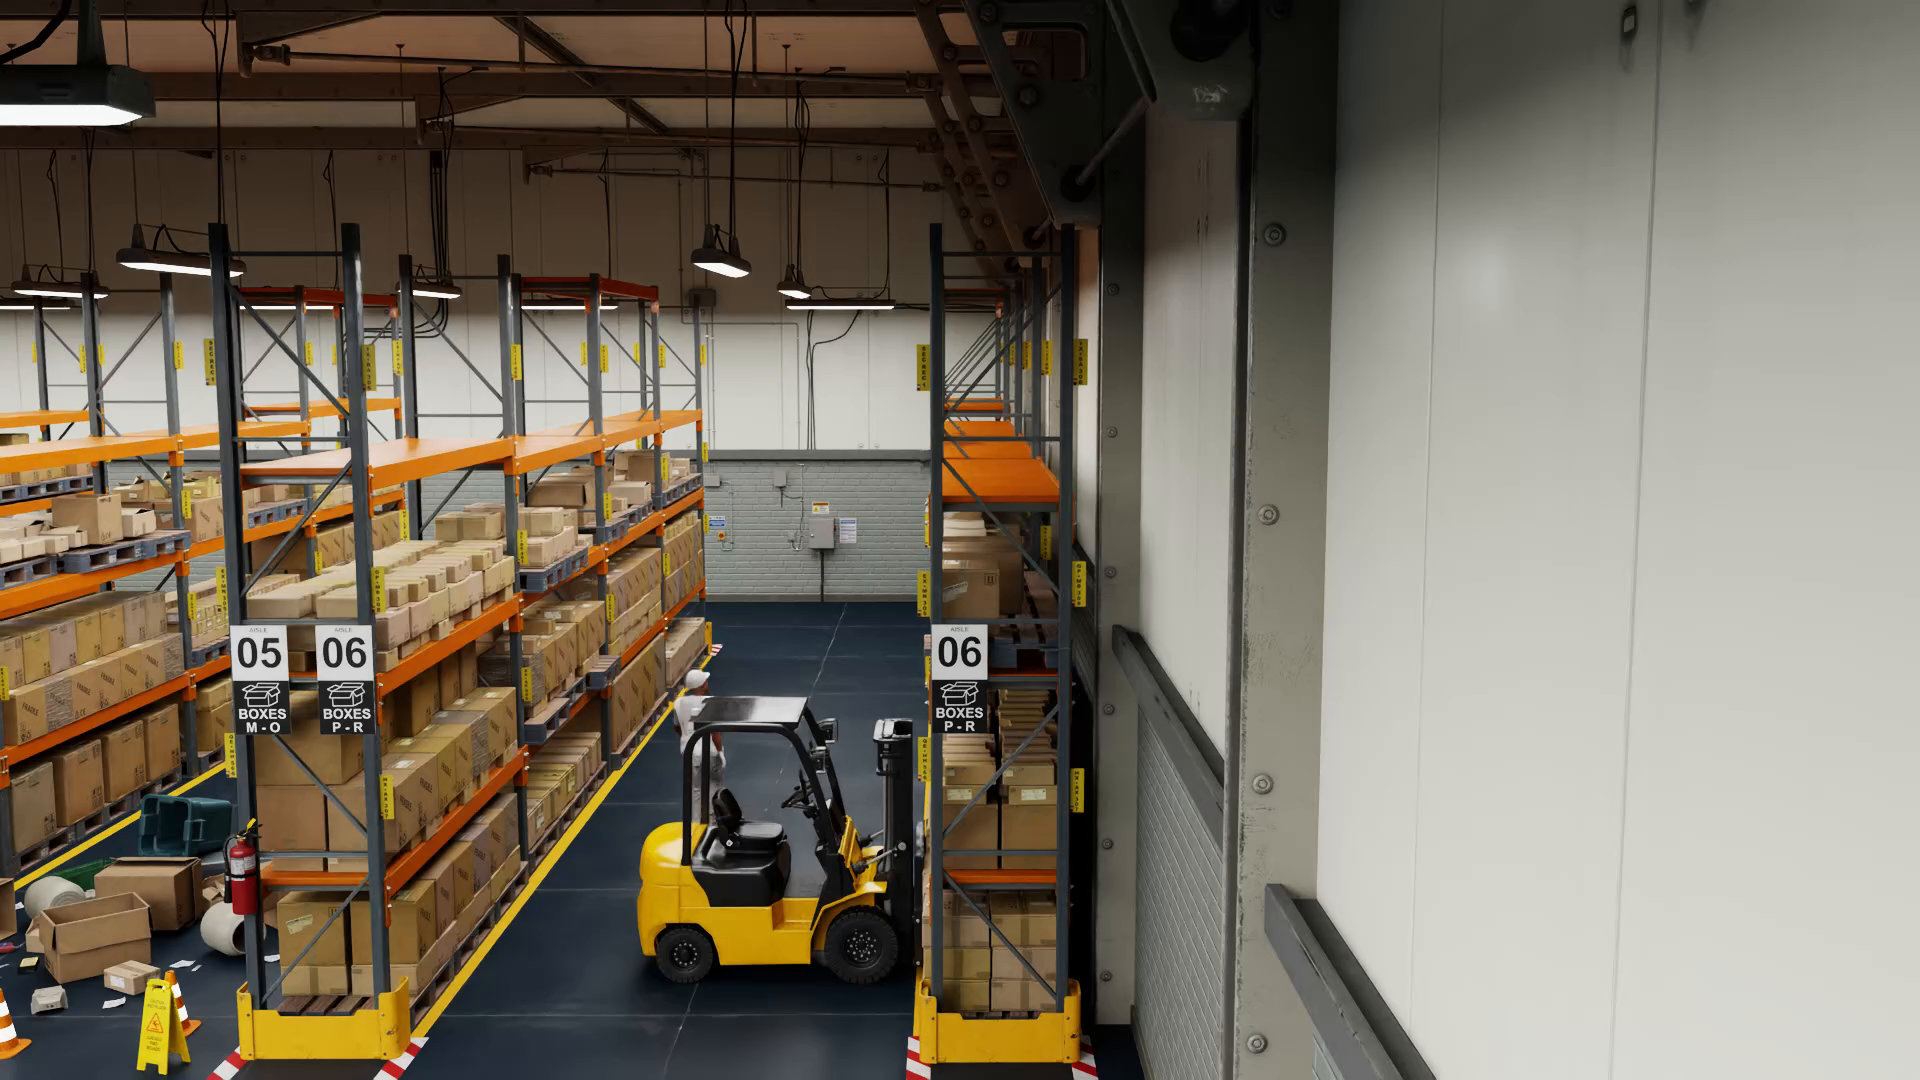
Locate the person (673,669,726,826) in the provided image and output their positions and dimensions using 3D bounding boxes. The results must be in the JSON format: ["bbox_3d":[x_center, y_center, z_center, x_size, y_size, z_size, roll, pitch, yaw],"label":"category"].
[{"bbox_3d":[-2.665,2.207,17.078,0.563,1.803,0.777,0,7,-3],"label":"person"}]
